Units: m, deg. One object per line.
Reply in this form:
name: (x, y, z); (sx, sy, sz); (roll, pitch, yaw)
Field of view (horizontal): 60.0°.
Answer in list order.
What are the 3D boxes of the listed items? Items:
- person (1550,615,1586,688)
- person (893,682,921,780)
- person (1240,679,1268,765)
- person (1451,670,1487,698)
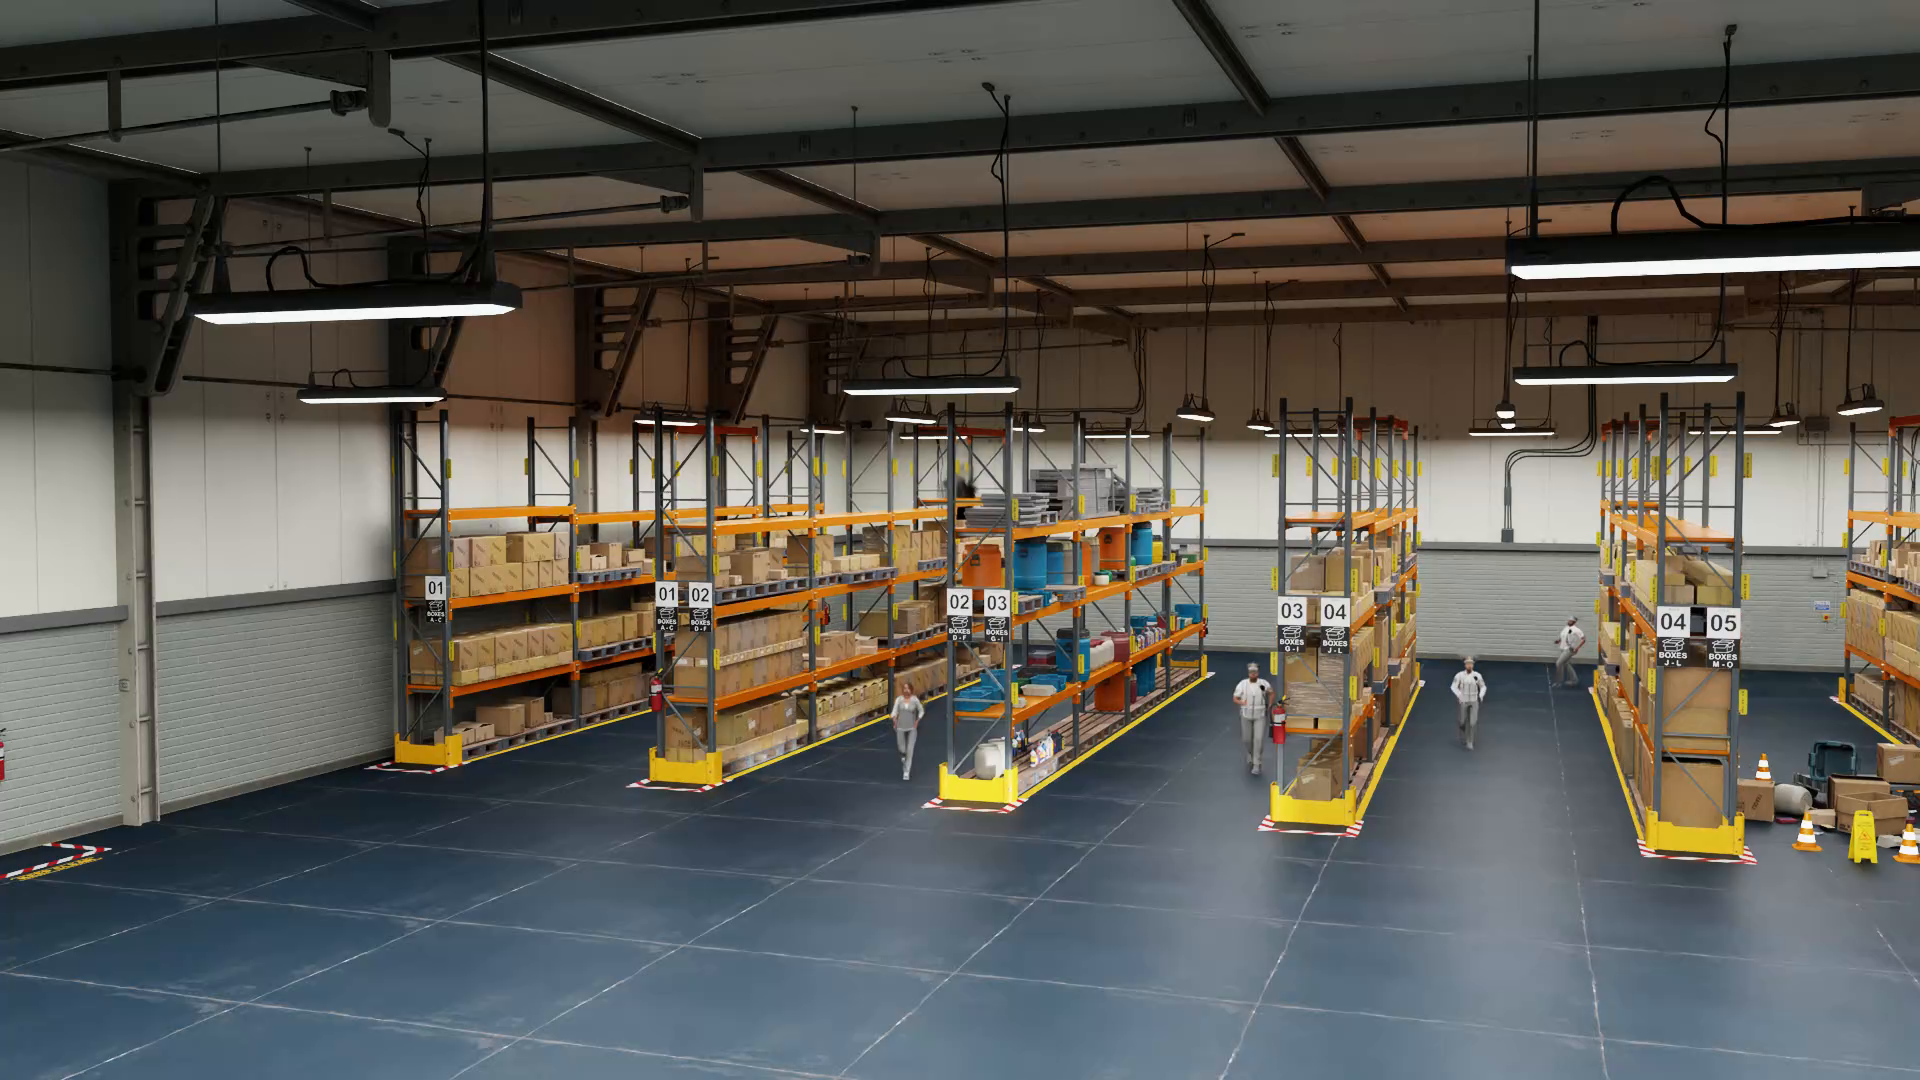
person: (13.877, 2.553, 37.941); (0.735, 1.720, 0.632); (0, 2, -9)
person: (-0.856, 3.076, 26.953); (0.499, 1.560, 0.618); (0, 2, 2)
person: (4.876, 2.997, 27.569); (0.462, 1.407, 0.787); (1, 3, 12)
person: (9.131, 2.585, 29.800); (0.617, 0.468, 0.286); (1, 3, 13)
